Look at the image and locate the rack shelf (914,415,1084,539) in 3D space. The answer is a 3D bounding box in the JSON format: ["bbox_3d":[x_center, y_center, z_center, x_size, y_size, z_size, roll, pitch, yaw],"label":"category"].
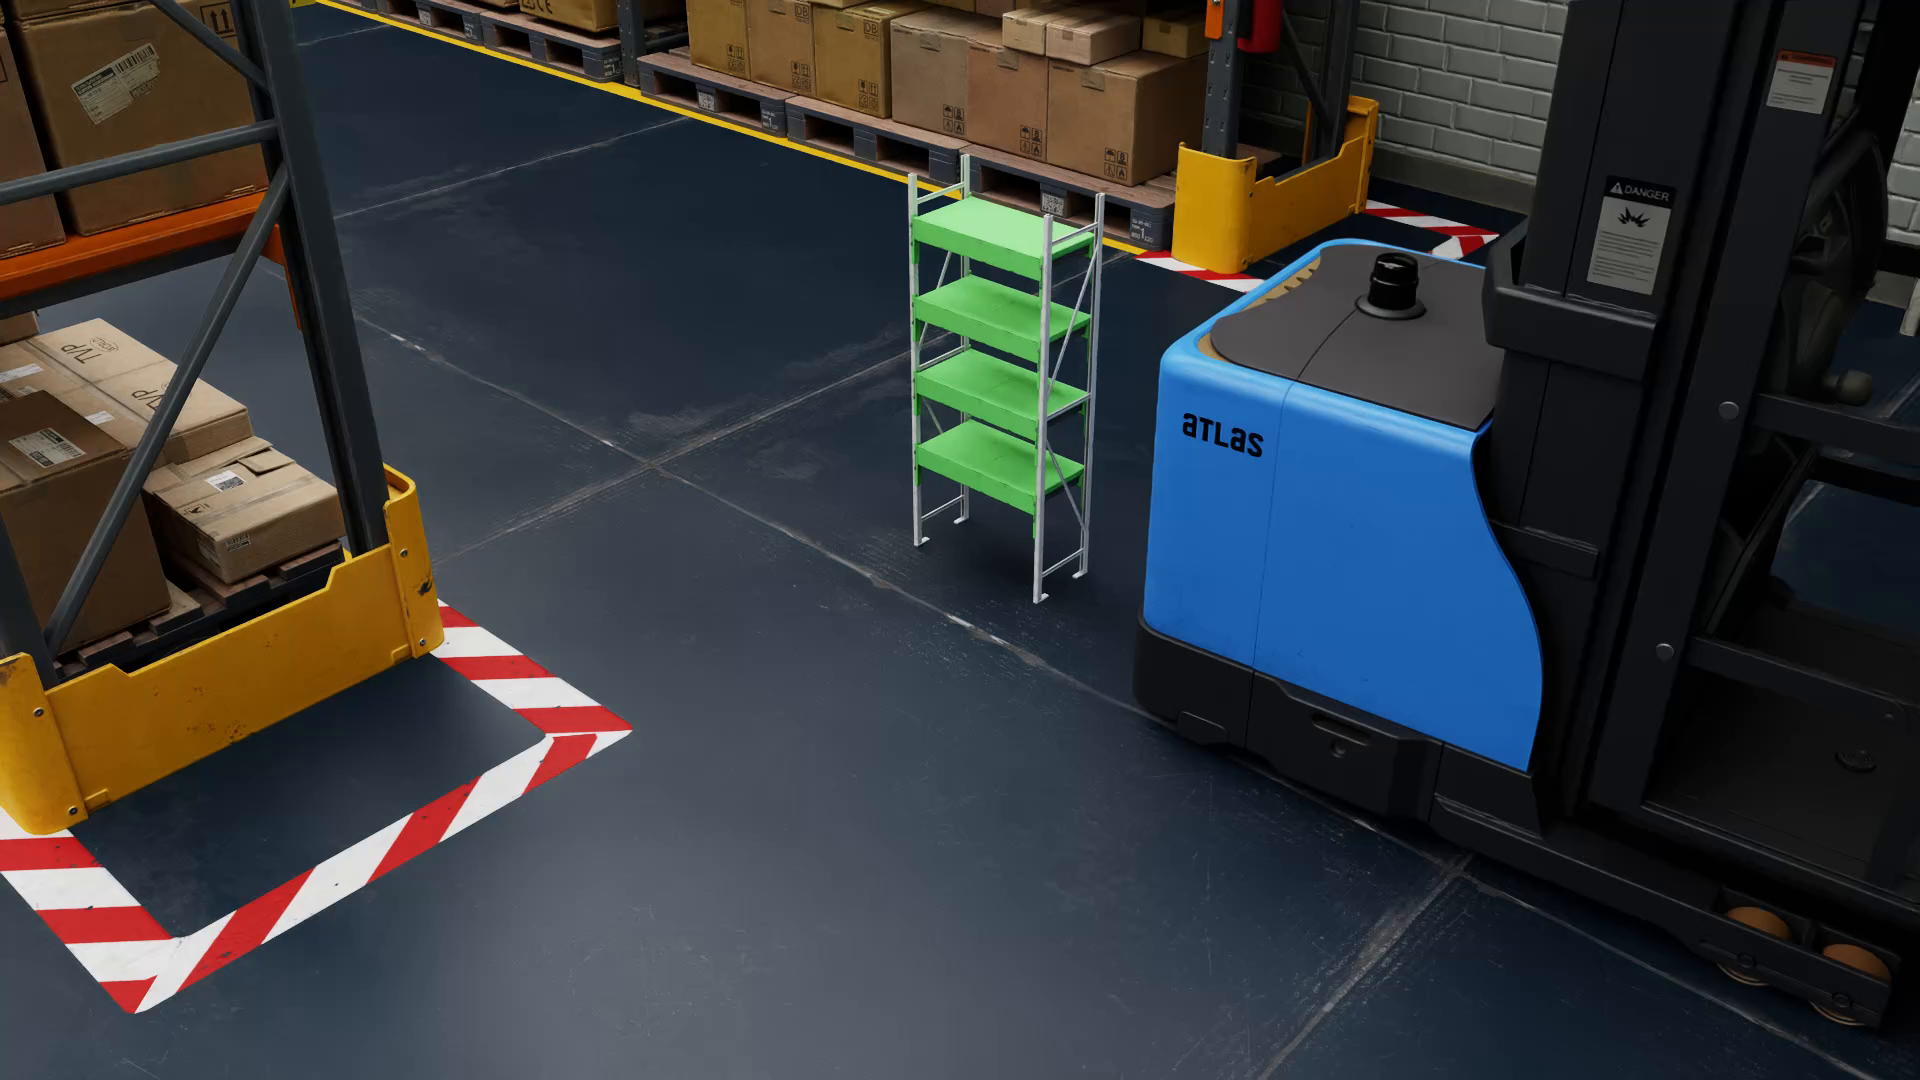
[{"bbox_3d":[0.123,-0.196,5.002,0.480,0.148,0.258,25,39,35],"label":"rack shelf"}]

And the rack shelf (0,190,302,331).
[{"bbox_3d":[-3.399,-1.191,5.018,4.000,0.370,1.077,25,39,35],"label":"rack shelf"}]

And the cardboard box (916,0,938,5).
[{"bbox_3d":[-0.083,-2.853,8.469,0.250,0.149,0.380,24,39,34],"label":"cardboard box"}]

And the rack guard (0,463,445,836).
[{"bbox_3d":[-1.972,0.237,4.371,0.348,0.500,1.175,25,39,35],"label":"rack guard"}]

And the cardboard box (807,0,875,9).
[{"bbox_3d":[-0.556,-2.807,8.393,0.250,0.149,0.380,24,38,34],"label":"cardboard box"}]

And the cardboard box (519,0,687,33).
[{"bbox_3d":[-2.130,-3.522,9.869,0.750,0.750,0.750,26,39,36],"label":"cardboard box"}]

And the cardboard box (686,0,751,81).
[{"bbox_3d":[-1.075,-2.898,9.173,0.500,0.500,0.700,26,39,36],"label":"cardboard box"}]

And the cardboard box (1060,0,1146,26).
[{"bbox_3d":[0.670,-2.502,7.886,0.250,0.149,0.380,25,39,35],"label":"cardboard box"}]

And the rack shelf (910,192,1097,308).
[{"bbox_3d":[0.123,-0.813,4.631,0.480,0.148,0.258,25,39,35],"label":"rack shelf"}]

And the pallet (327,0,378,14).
[{"bbox_3d":[-3.992,-3.975,11.649,1.213,0.211,1.003,25,39,35],"label":"pallet"}]

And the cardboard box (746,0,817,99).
[{"bbox_3d":[-0.705,-2.723,8.882,0.500,0.500,0.700,25,39,35],"label":"cardboard box"}]

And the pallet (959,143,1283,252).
[{"bbox_3d":[0.760,-1.755,7.961,1.213,0.211,1.003,25,39,35],"label":"pallet"}]

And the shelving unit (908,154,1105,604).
[{"bbox_3d":[0.123,-0.457,4.845,0.503,1.200,0.258,25,39,35],"label":"shelving unit"}]

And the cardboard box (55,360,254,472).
[{"bbox_3d":[-2.500,-0.288,5.059,0.500,0.250,0.500,25,39,35],"label":"cardboard box"}]

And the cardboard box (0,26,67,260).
[{"bbox_3d":[-2.431,-0.901,3.742,0.500,0.500,0.500,26,40,36],"label":"cardboard box"}]

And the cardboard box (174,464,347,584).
[{"bbox_3d":[-1.996,-0.051,4.764,0.250,0.149,0.380,25,39,35],"label":"cardboard box"}]

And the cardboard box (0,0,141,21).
[{"bbox_3d":[-2.068,-1.533,3.822,0.500,0.500,0.500,26,40,36],"label":"cardboard box"}]

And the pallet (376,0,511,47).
[{"bbox_3d":[-3.092,-3.553,10.948,1.213,0.211,1.003,25,39,35],"label":"pallet"}]

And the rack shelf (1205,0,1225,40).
[{"bbox_3d":[-0.078,-3.087,8.167,4.000,0.370,1.077,25,39,35],"label":"rack shelf"}]

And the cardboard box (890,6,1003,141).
[{"bbox_3d":[0.075,-2.363,8.283,0.500,0.500,0.700,24,38,34],"label":"cardboard box"}]

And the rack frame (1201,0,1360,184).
[{"bbox_3d":[1.405,-2.703,6.832,0.127,3.000,1.000,25,39,35],"label":"rack frame"}]

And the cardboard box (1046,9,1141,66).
[{"bbox_3d":[0.602,-2.269,7.498,0.250,0.149,0.380,25,39,35],"label":"cardboard box"}]

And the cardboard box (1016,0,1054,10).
[{"bbox_3d":[0.485,-2.589,8.030,0.250,0.149,0.380,25,39,35],"label":"cardboard box"}]

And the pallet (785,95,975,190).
[{"bbox_3d":[-0.141,-2.177,8.662,1.213,0.211,1.003,25,39,35],"label":"pallet"}]

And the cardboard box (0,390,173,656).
[{"bbox_3d":[-2.485,-0.019,4.370,0.500,0.500,0.500,25,39,35],"label":"cardboard box"}]

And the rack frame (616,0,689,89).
[{"bbox_3d":[-1.561,-4.087,9.131,0.127,3.000,1.000,25,39,35],"label":"rack frame"}]

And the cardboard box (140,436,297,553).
[{"bbox_3d":[-2.181,-0.145,4.903,0.250,0.166,0.380,25,39,35],"label":"cardboard box"}]

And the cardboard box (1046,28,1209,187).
[{"bbox_3d":[0.819,-2.016,7.707,0.500,0.500,0.700,25,39,35],"label":"cardboard box"}]

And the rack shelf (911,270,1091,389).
[{"bbox_3d":[0.123,-0.608,4.755,0.480,0.148,0.258,25,39,35],"label":"rack shelf"}]

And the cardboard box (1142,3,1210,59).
[{"bbox_3d":[1.046,-2.327,7.595,0.250,0.149,0.380,25,39,35],"label":"cardboard box"}]

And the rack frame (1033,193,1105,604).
[{"bbox_3d":[0.304,-0.372,4.705,0.015,1.200,0.240,25,39,35],"label":"rack frame"}]

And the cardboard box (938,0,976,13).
[{"bbox_3d":[0.105,-2.765,8.323,0.250,0.149,0.380,25,39,36],"label":"cardboard box"}]

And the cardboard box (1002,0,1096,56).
[{"bbox_3d":[0.412,-2.357,7.644,0.250,0.149,0.380,26,40,36],"label":"cardboard box"}]

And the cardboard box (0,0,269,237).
[{"bbox_3d":[-2.068,-1.105,4.080,0.500,0.500,0.500,26,40,36],"label":"cardboard box"}]

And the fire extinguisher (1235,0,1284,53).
[{"bbox_3d":[1.207,-2.281,6.568,0.183,0.674,0.296,25,39,35],"label":"fire extinguisher"}]

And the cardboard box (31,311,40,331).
[{"bbox_3d":[-3.713,-0.880,5.984,0.500,0.311,0.500,25,39,35],"label":"cardboard box"}]

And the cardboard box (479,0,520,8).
[{"bbox_3d":[-2.791,-3.828,10.378,0.750,0.750,0.750,26,40,36],"label":"cardboard box"}]

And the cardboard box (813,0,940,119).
[{"bbox_3d":[-0.326,-2.545,8.585,0.500,0.500,0.700,26,40,36],"label":"cardboard box"}]

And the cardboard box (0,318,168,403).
[{"bbox_3d":[-2.870,-0.461,5.346,0.500,0.250,0.500,25,39,35],"label":"cardboard box"}]

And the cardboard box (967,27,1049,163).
[{"bbox_3d":[0.448,-2.189,7.995,0.500,0.500,0.700,25,39,35],"label":"cardboard box"}]

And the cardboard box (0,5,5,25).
[{"bbox_3d":[-2.431,-1.328,3.481,0.500,0.500,0.500,25,39,35],"label":"cardboard box"}]

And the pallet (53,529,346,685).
[{"bbox_3d":[-2.564,0.085,4.904,1.213,0.211,1.003,25,39,35],"label":"pallet"}]

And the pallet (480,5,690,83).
[{"bbox_3d":[-2.183,-3.131,10.246,1.213,0.211,1.003,25,39,35],"label":"pallet"}]

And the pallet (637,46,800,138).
[{"bbox_3d":[-1.049,-2.600,9.364,1.213,0.211,1.003,25,39,35],"label":"pallet"}]

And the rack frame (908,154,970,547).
[{"bbox_3d":[-0.058,-0.541,4.986,0.015,1.200,0.240,25,39,35],"label":"rack frame"}]

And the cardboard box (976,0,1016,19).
[{"bbox_3d":[0.295,-2.677,8.176,0.250,0.149,0.380,26,39,36],"label":"cardboard box"}]

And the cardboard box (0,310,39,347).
[{"bbox_3d":[-3.485,-0.663,5.436,0.637,0.503,0.797,25,39,35],"label":"cardboard box"}]

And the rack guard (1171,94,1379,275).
[{"bbox_3d":[1.423,-1.624,7.463,0.348,0.500,1.175,25,39,35],"label":"rack guard"}]

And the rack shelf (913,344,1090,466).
[{"bbox_3d":[0.123,-0.402,4.878,0.480,0.148,0.258,25,39,35],"label":"rack shelf"}]

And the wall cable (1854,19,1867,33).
[{"bbox_3d":[2.989,-3.057,6.434,1.851,1.984,0.084,25,39,35],"label":"wall cable"}]

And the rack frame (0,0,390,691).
[{"bbox_3d":[-1.916,-0.808,3.683,0.127,3.000,1.000,25,39,35],"label":"rack frame"}]

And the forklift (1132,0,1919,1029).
[{"bbox_3d":[1.952,-0.538,3.302,3.031,2.935,1.130,20,37,30],"label":"forklift"}]

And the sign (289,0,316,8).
[{"bbox_3d":[-1.552,-1.386,3.804,0.005,0.325,0.100,25,39,35],"label":"sign"}]
